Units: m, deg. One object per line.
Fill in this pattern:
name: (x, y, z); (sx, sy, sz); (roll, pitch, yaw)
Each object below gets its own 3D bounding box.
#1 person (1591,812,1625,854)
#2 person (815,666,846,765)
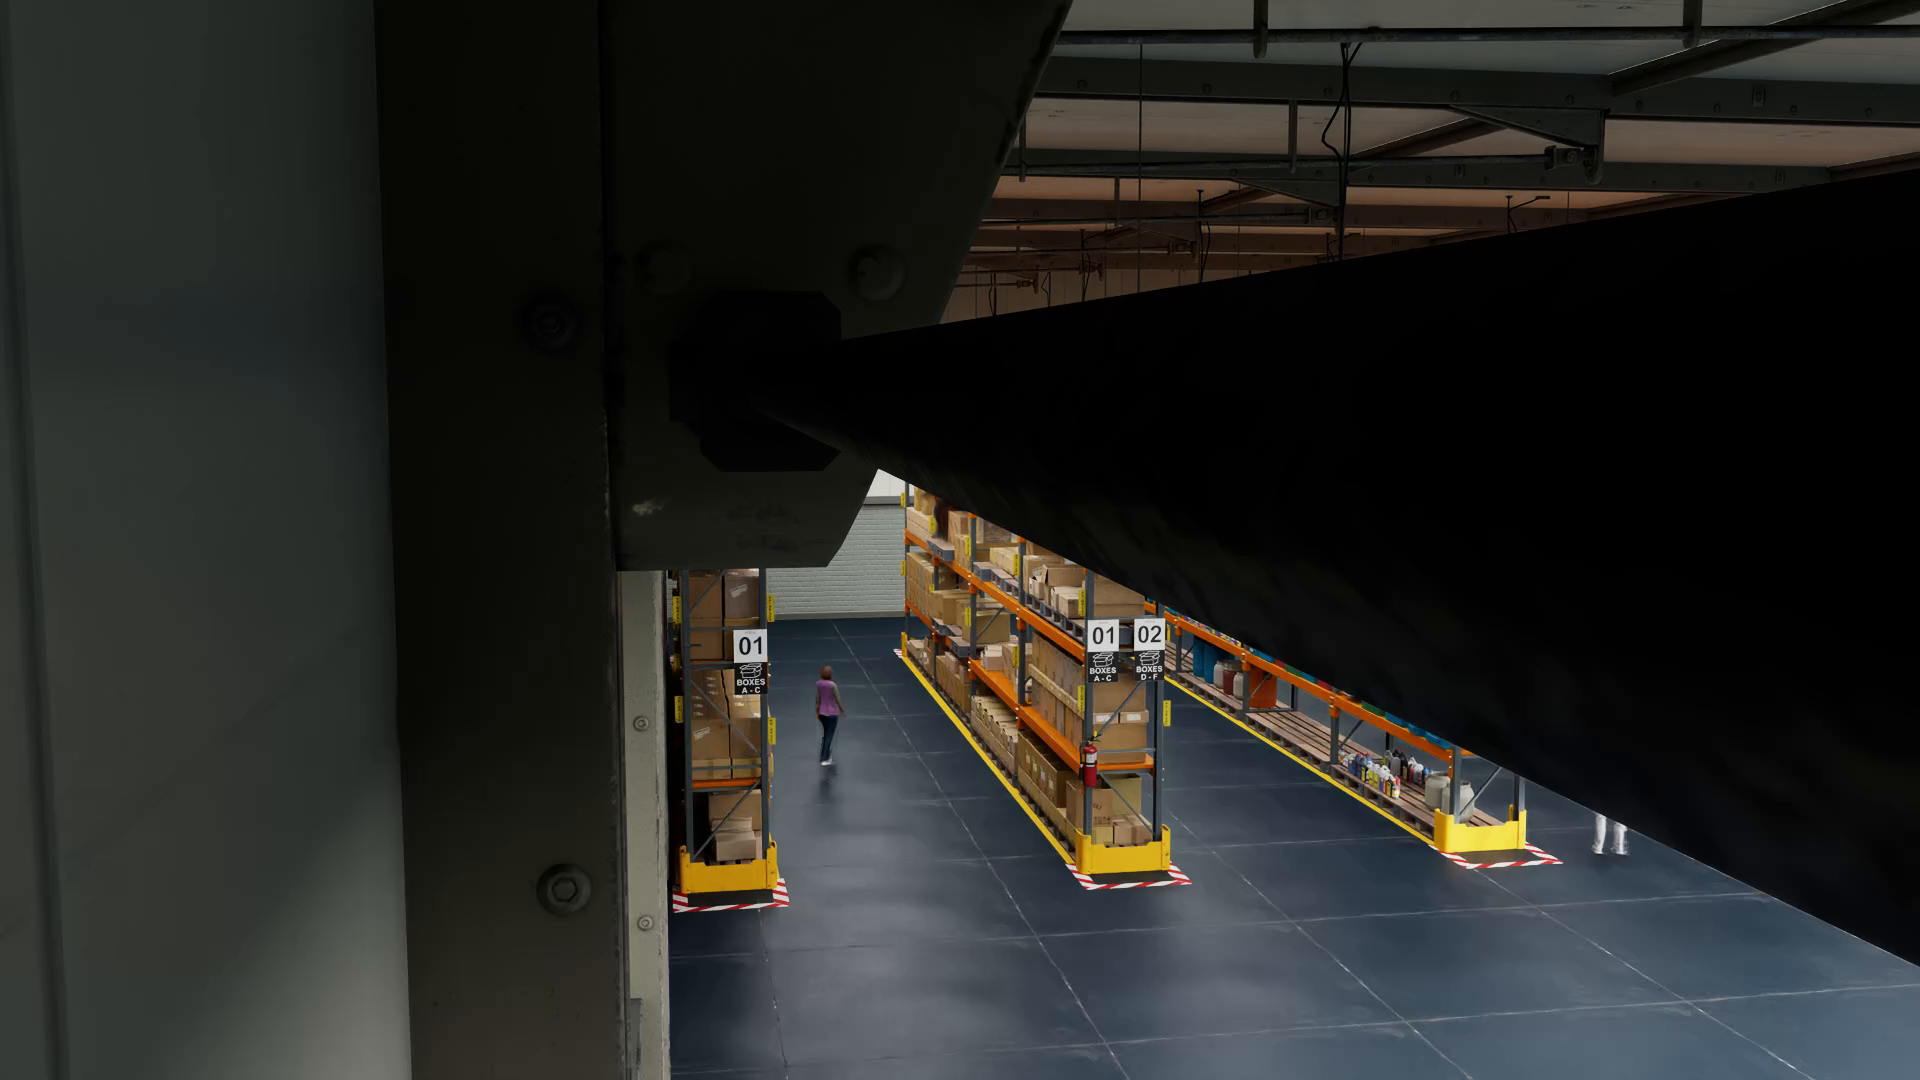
person: (8.480, 3.259, 21.628); (0.481, 1.704, 0.384); (1, 6, 9)
person: (-2.077, 2.810, 26.503); (0.444, 1.642, 0.581); (3, 7, 28)
